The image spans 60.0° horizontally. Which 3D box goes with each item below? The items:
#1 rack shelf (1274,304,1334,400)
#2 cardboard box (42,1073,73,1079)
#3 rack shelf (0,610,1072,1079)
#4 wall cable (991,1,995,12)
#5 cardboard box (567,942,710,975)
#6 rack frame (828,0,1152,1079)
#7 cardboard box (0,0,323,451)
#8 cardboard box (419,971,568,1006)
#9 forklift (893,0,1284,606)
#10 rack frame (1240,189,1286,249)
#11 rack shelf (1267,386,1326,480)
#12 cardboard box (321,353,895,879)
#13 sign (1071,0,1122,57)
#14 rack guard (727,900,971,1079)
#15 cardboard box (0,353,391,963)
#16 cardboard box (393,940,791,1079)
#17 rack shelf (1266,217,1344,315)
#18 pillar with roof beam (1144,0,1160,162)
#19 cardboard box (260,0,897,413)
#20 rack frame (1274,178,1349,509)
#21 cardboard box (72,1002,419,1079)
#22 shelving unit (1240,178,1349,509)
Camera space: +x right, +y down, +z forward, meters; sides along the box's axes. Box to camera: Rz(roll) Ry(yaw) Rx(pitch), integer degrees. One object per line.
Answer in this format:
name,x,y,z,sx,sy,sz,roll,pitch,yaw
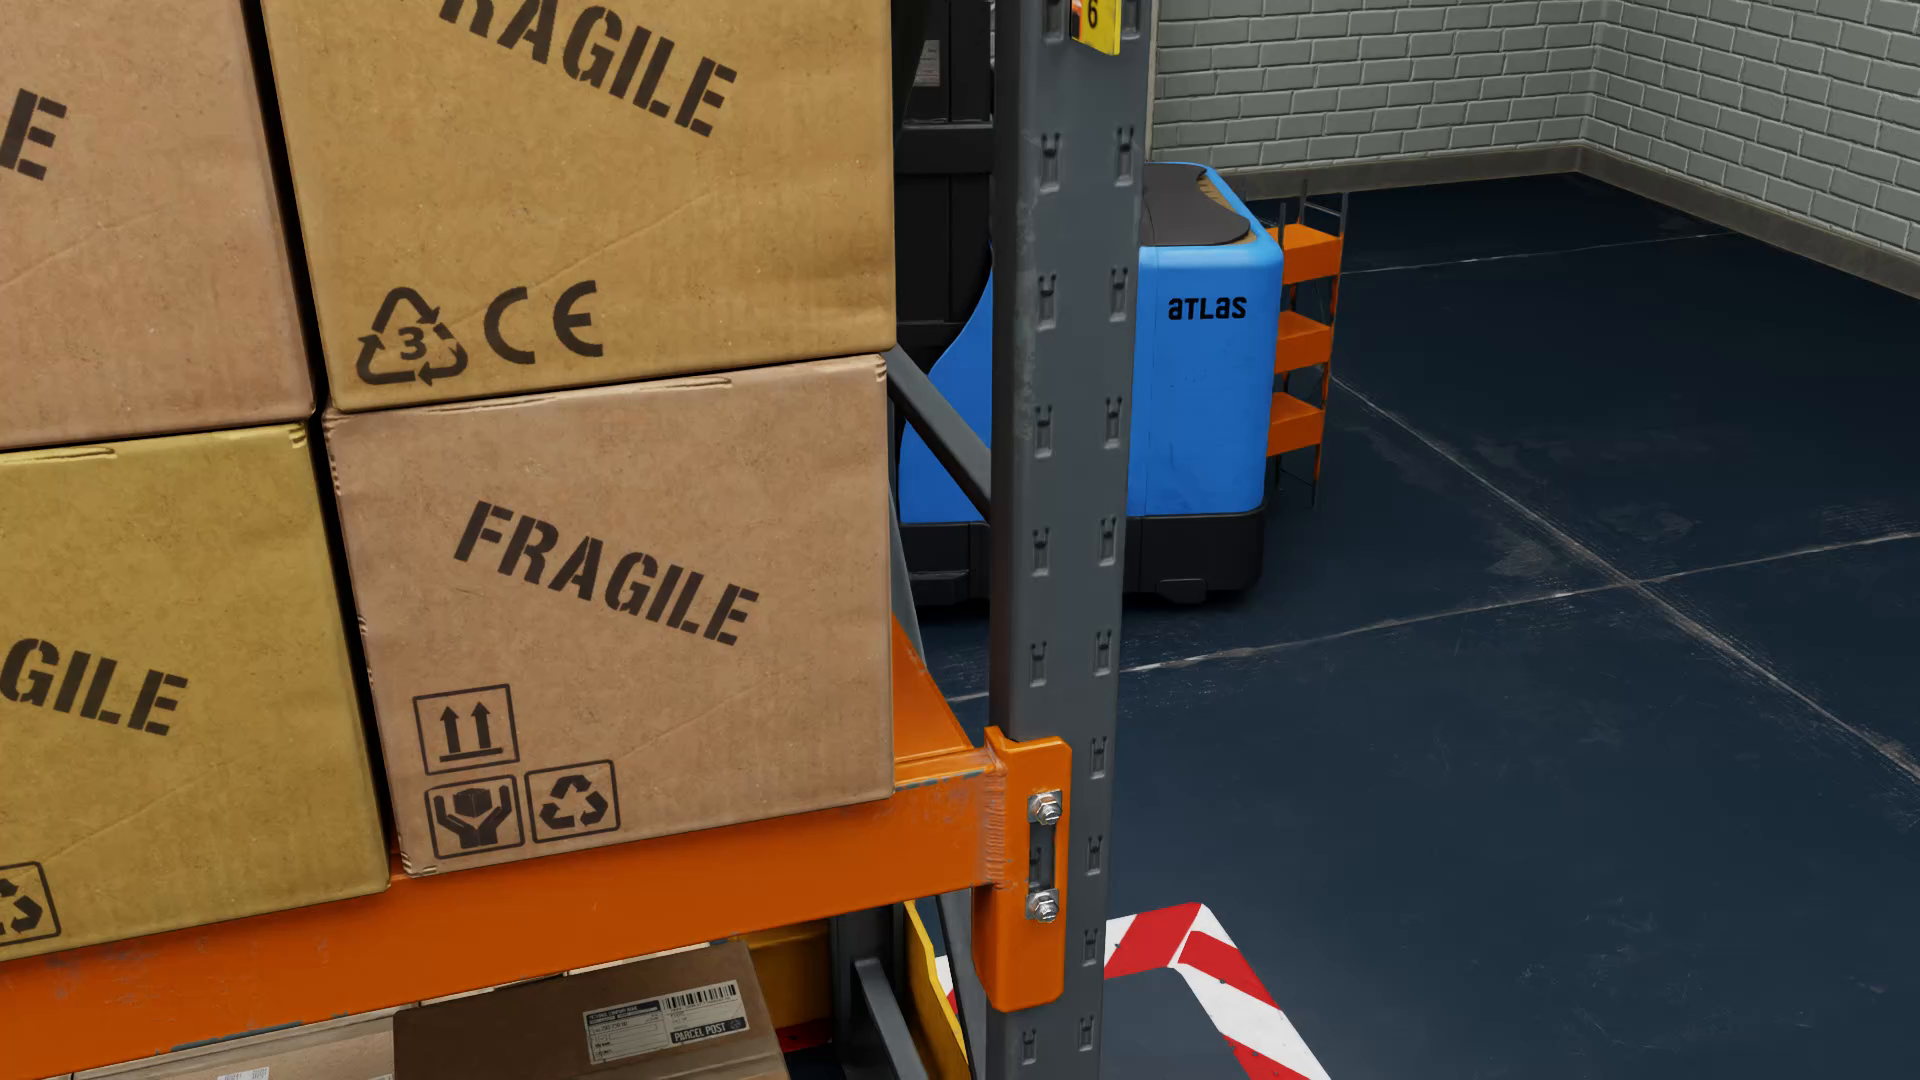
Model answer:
rack shelf,1.008,-0.572,5.245,0.240,0.259,0.215,-15,30,-27
cardboard box,-1.591,0.973,2.513,0.500,0.250,0.500,-8,28,-16
rack shelf,-1.937,0.444,1.791,4.000,0.370,1.077,-8,28,-16
wall cable,-0.648,-3.279,7.339,1.851,1.984,0.084,-8,28,-16
cardboard box,-0.540,0.839,2.899,0.250,0.149,0.380,-8,28,-16
rack frame,-0.036,-0.154,2.186,0.127,3.000,1.000,-8,28,-16
cardboard box,-0.854,-0.399,1.443,0.500,0.500,0.500,-7,27,-15
cardboard box,-0.778,0.865,2.826,0.250,0.166,0.380,-8,28,-16
forklift,-0.658,-1.292,4.556,3.031,2.935,1.130,-2,26,-4
rack frame,0.903,-0.554,5.184,0.008,1.050,0.200,-15,30,-27
rack shelf,1.008,-0.323,5.369,0.240,0.259,0.215,-15,30,-27
cardboard box,-0.377,-0.022,1.808,0.500,0.500,0.500,-7,27,-15
sign,0.117,-0.576,1.380,0.005,0.325,0.100,-8,28,-16
rack guard,-0.108,0.976,2.721,0.348,0.500,1.175,-8,28,-16
cardboard box,-0.869,0.051,1.661,0.500,0.500,0.500,-8,28,-16
cardboard box,-0.476,0.948,2.284,0.500,0.500,0.500,-8,28,-16
rack shelf,1.008,-0.826,5.119,0.240,0.259,0.215,-15,30,-27
pillar with roof beam,2.059,-3.852,2.889,0.400,9.000,9.100,-8,28,-16
cardboard box,-0.374,-0.469,1.584,0.500,0.500,0.500,-8,28,-17
rack frame,1.112,-0.609,5.297,0.008,1.050,0.200,-15,30,-27
cardboard box,-1.116,0.905,2.652,0.500,0.250,0.500,-8,28,-16
shelving unit,1.008,-0.581,5.240,0.252,1.050,0.215,-15,30,-27
